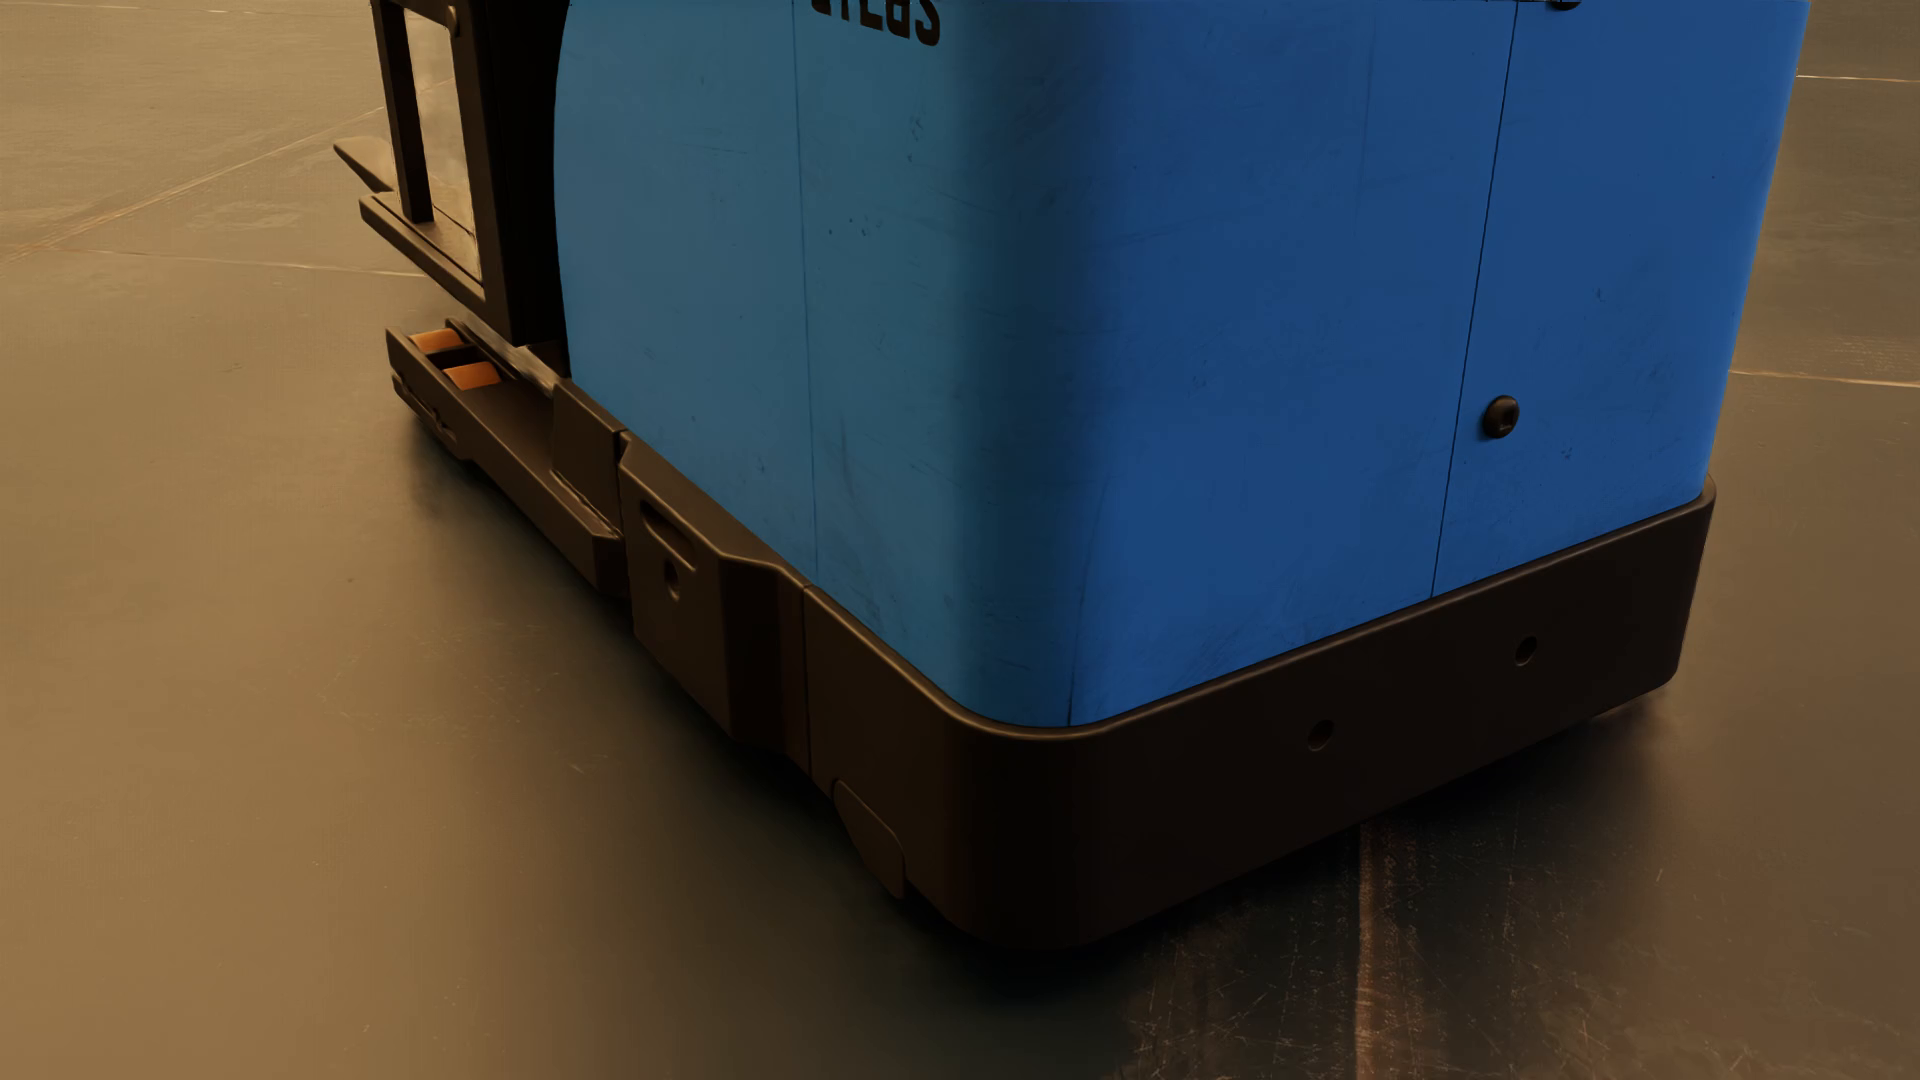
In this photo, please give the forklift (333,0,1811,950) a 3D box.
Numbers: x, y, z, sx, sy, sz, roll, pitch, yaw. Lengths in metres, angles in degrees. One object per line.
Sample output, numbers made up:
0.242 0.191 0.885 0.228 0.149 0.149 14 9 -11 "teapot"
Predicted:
-0.336 -1.539 2.296 1.130 2.935 3.031 -16 31 -29 "forklift"
